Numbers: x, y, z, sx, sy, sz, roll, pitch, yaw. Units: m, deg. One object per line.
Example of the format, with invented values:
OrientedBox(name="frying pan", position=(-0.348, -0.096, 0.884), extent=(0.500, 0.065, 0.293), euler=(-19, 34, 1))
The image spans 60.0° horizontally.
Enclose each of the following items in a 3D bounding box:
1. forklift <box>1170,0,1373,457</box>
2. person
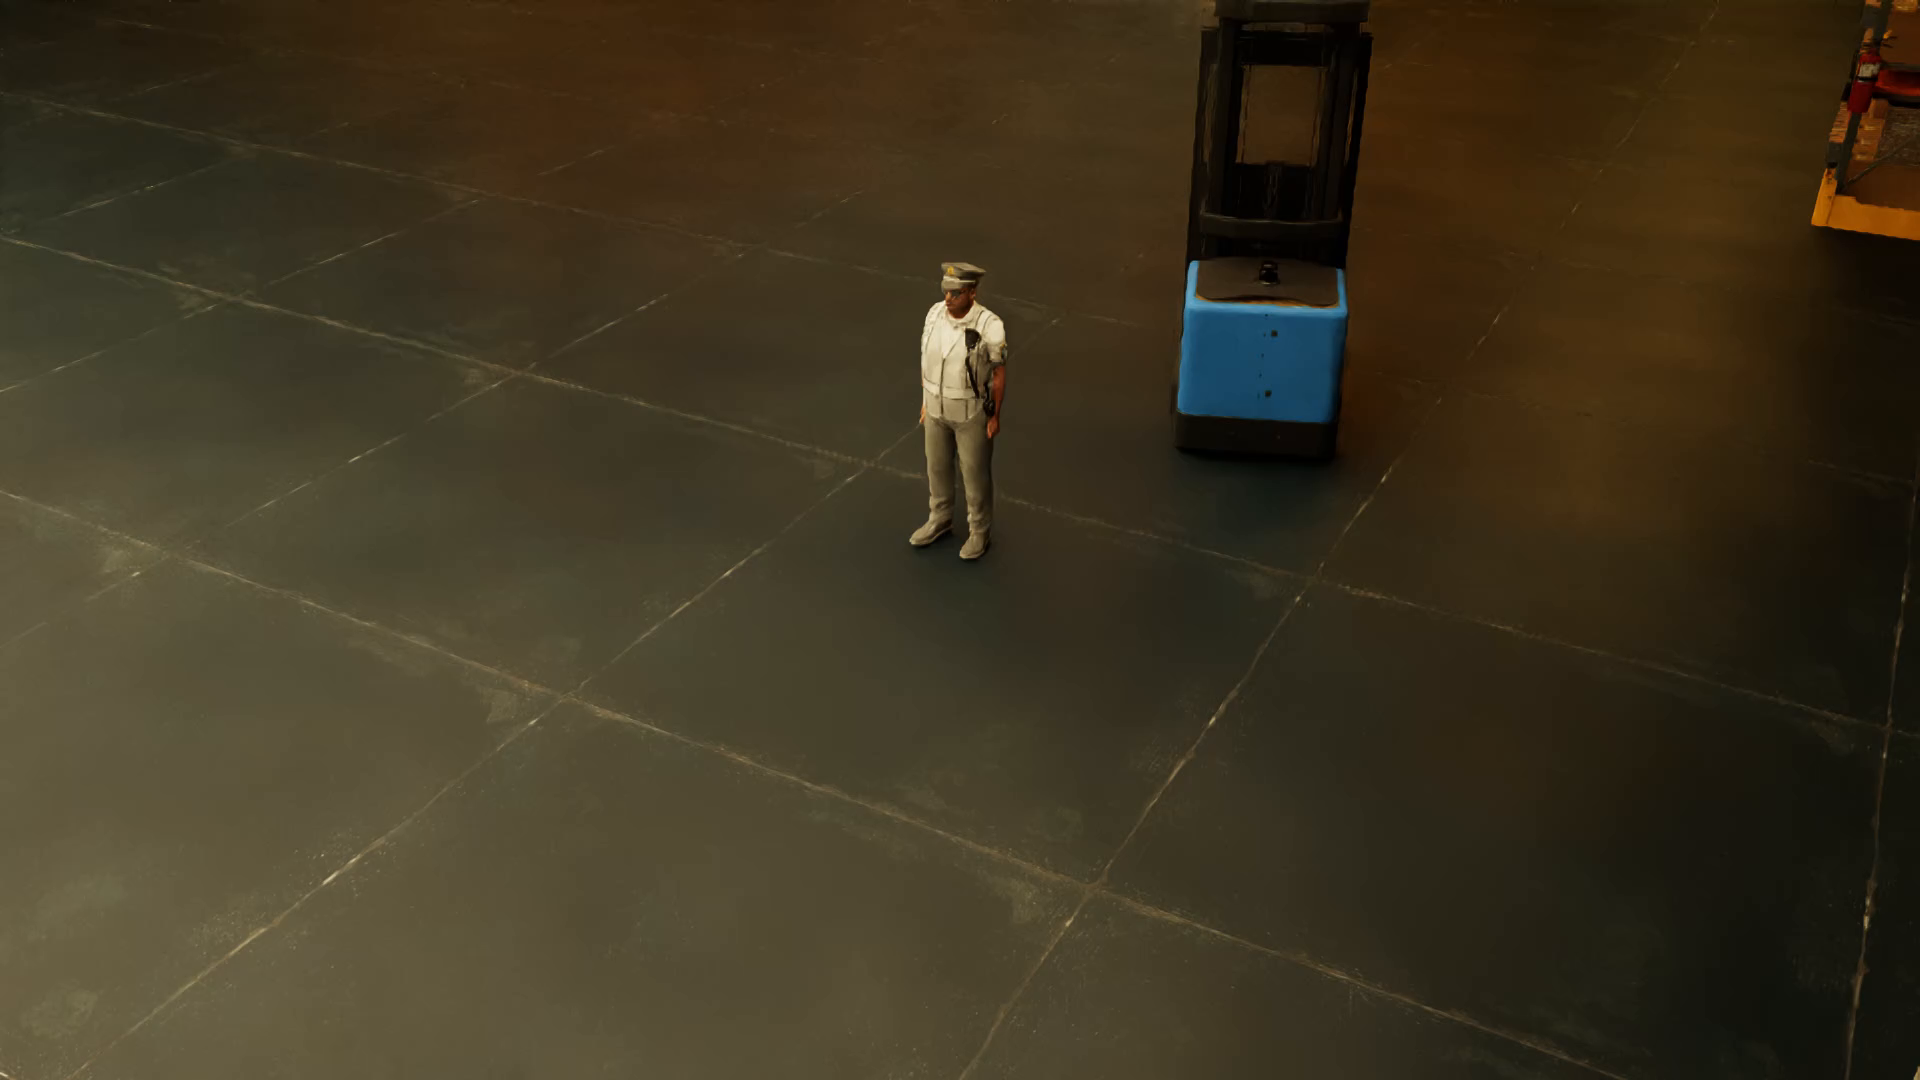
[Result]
OrientedBox(name="forklift", position=(2.147, -2.526, 11.447), extent=(1.130, 2.935, 3.031), euler=(4, 30, 8))
OrientedBox(name="person", position=(-0.007, -0.759, 9.548), extent=(0.523, 1.773, 0.396), euler=(15, 33, 25))
